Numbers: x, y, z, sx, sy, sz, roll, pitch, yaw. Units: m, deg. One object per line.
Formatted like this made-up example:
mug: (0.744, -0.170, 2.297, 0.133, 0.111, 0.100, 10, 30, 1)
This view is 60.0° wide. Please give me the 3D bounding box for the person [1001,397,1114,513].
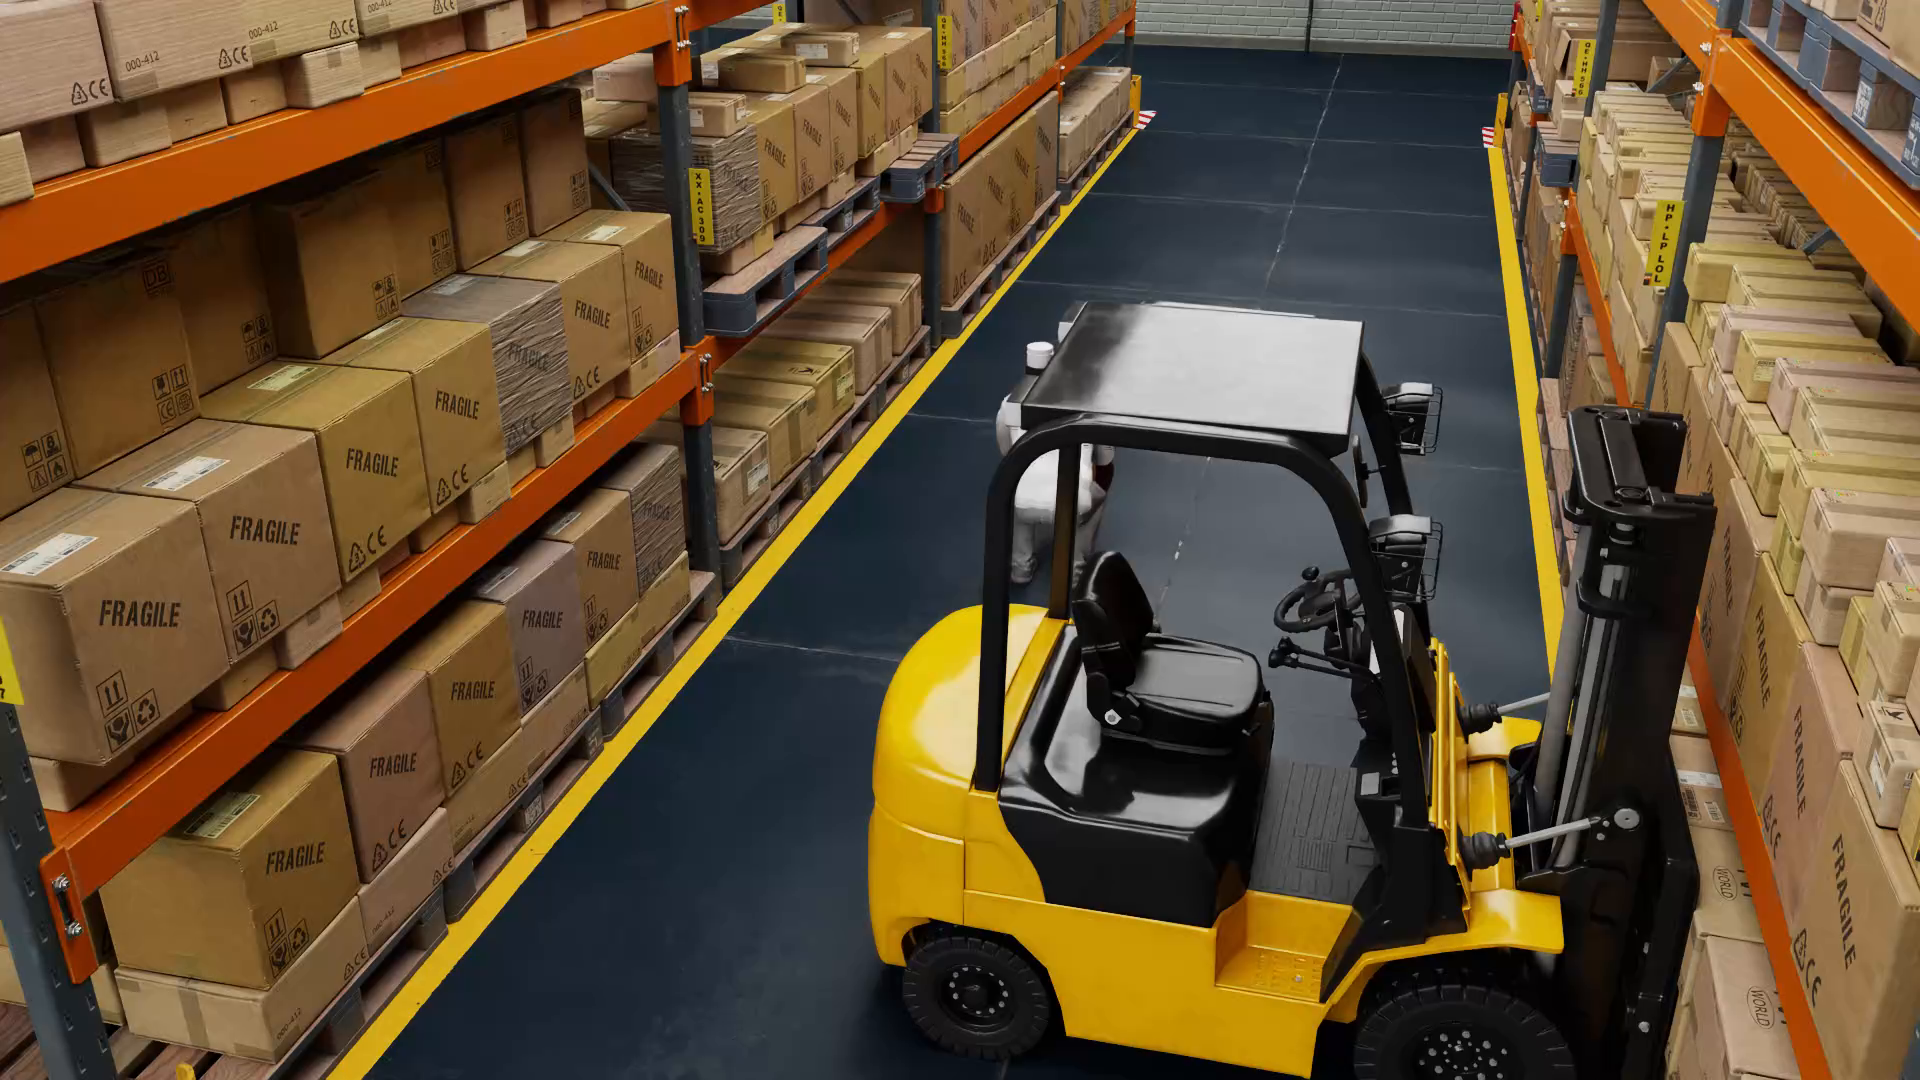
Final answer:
person: (0.450, -0.398, 8.165, 0.553, 0.868, 0.897, 6, 26, 13)
